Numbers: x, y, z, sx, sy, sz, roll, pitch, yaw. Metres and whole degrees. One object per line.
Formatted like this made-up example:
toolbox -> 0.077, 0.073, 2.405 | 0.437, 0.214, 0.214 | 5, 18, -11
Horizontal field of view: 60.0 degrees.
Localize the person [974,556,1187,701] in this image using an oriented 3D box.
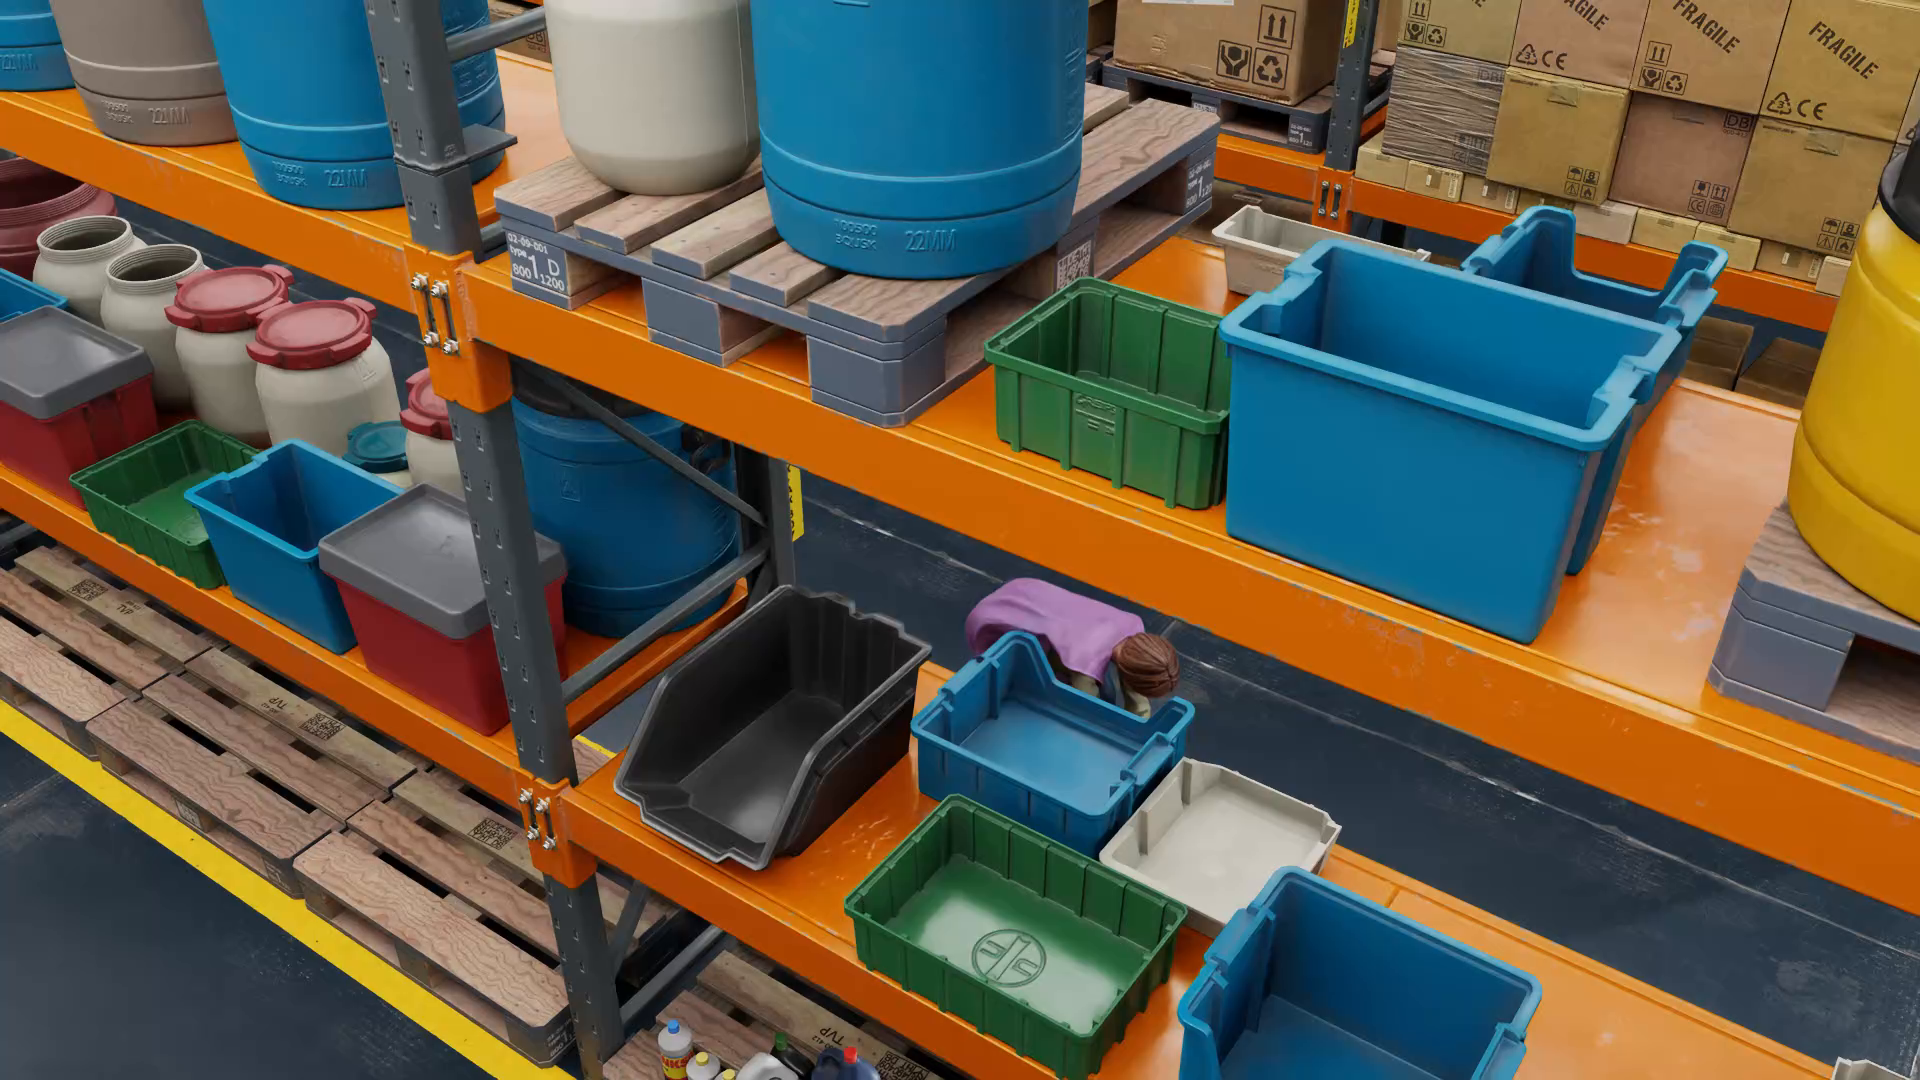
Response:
person -> 0.407, 0.516, 5.837 | 0.841, 1.117, 0.396 | 30, 45, 35
